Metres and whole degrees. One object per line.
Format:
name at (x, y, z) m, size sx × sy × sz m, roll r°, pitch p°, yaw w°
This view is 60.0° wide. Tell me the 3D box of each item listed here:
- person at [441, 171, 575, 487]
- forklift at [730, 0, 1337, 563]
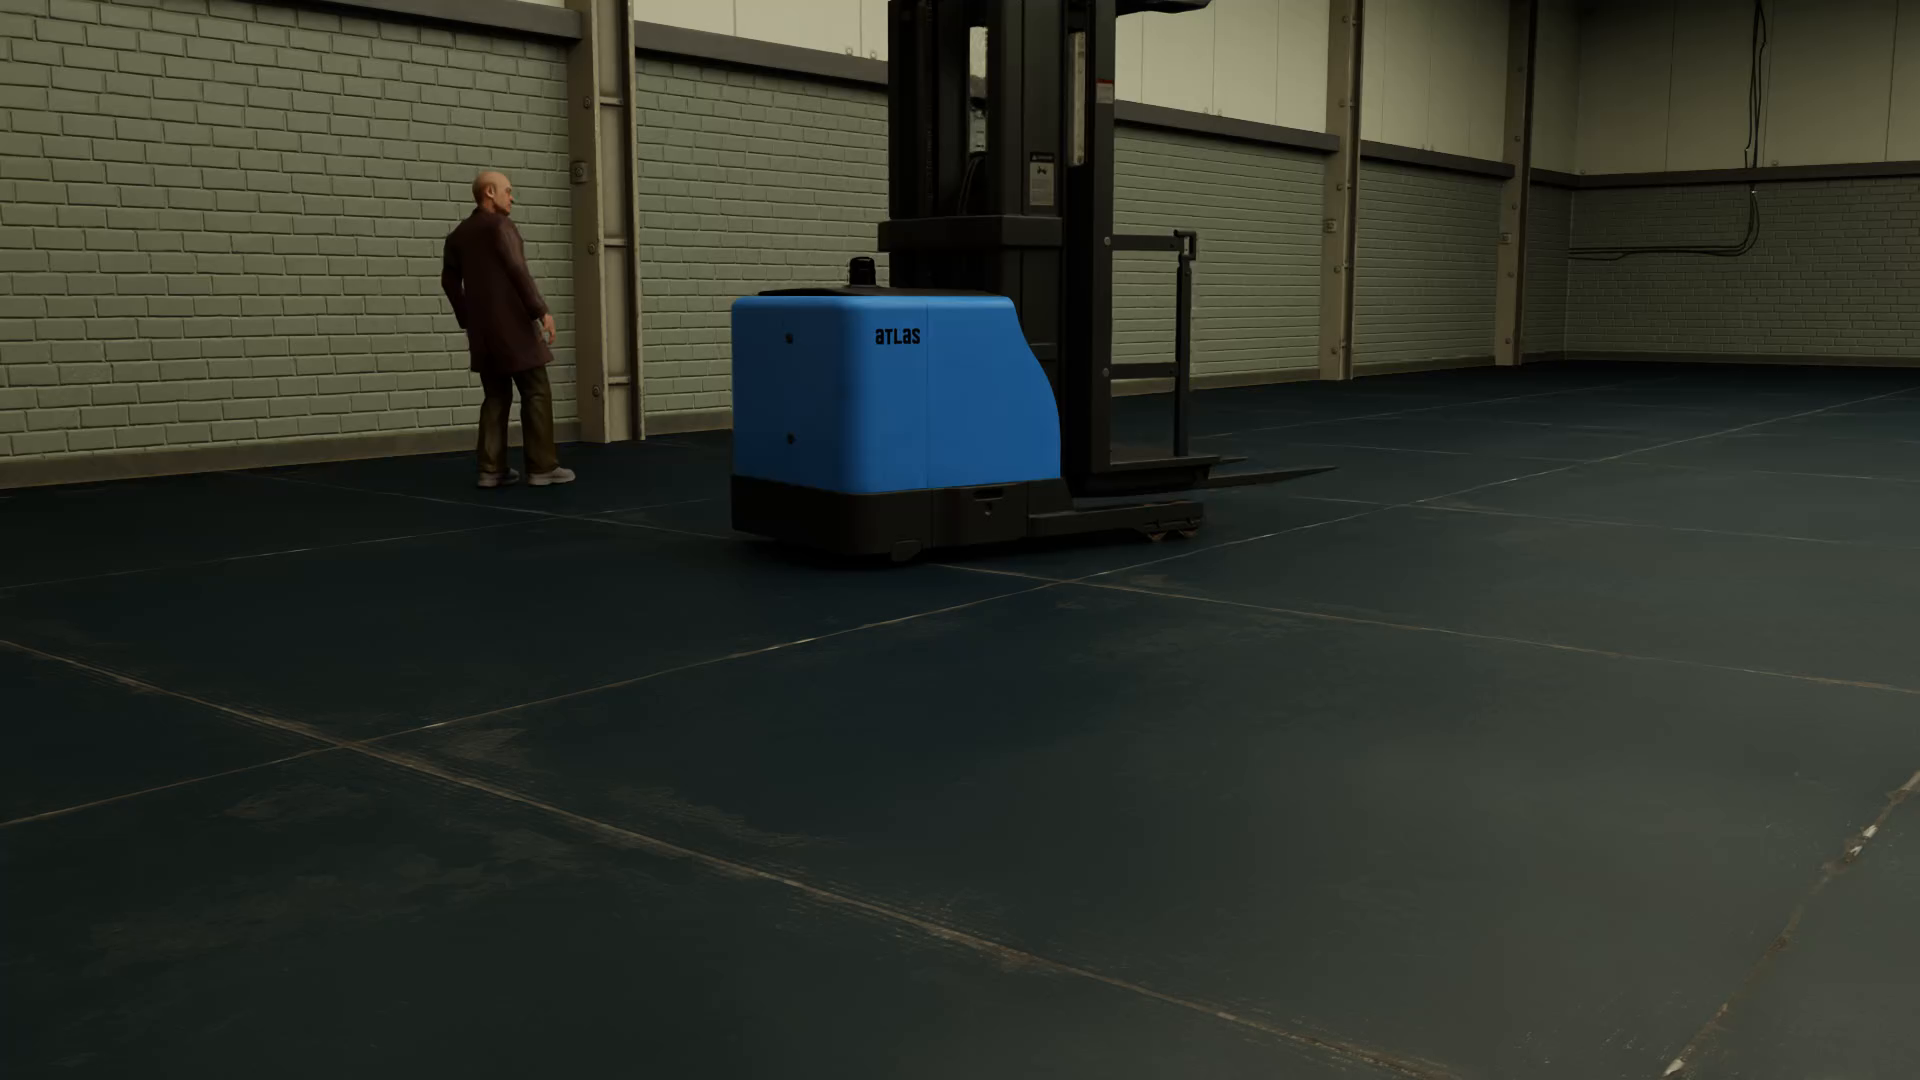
person at (-2.551, -1.199, 9.484) m, size 0.769 × 1.772 × 0.561 m, roll 5°, pitch 10°, yaw 30°
forklift at (0.487, -1.505, 7.567) m, size 3.031 × 2.935 × 1.130 m, roll -6°, pitch 10°, yaw -36°
